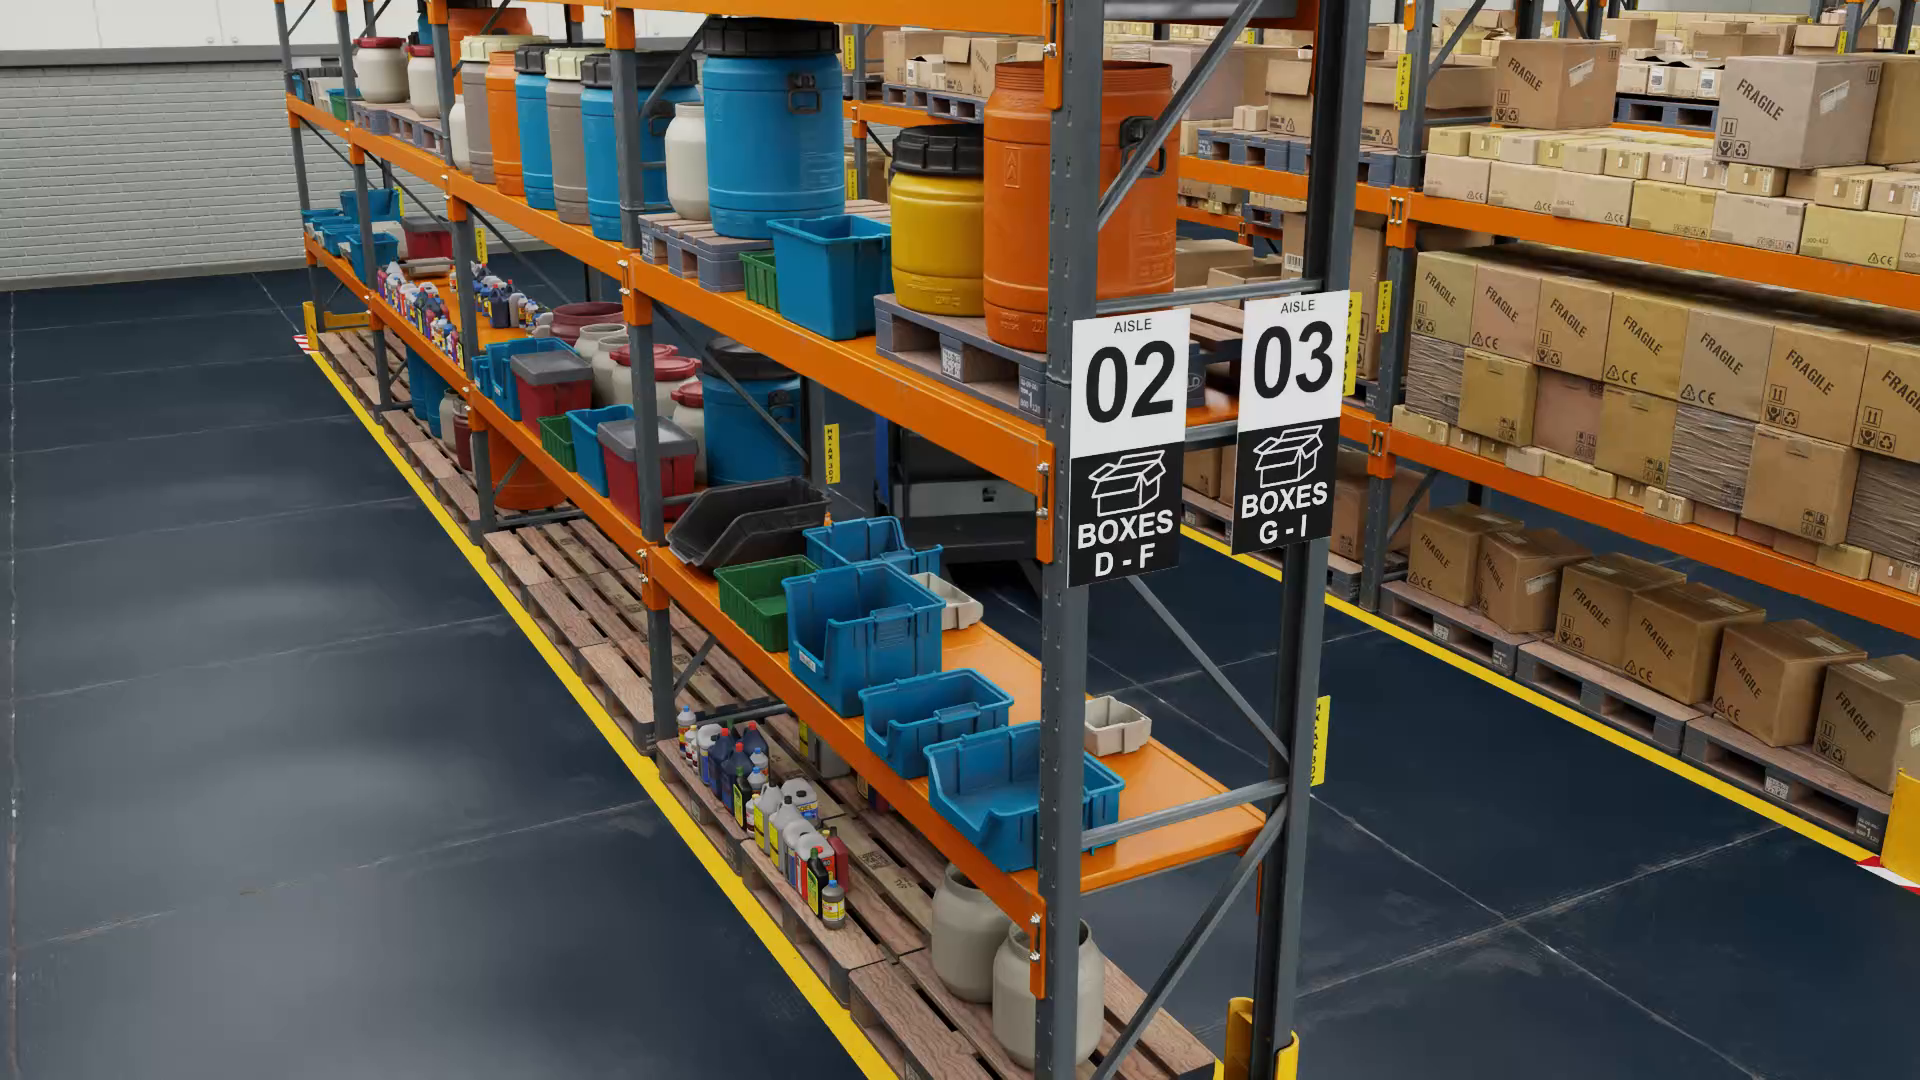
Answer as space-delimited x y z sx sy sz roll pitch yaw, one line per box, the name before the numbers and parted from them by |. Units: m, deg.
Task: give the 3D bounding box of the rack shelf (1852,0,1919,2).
rack shelf | 10.945 -5.432 16.293 1.077 0.370 4.000 -10 21 -27

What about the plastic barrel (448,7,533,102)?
plastic barrel | -3.352 -3.380 11.927 0.600 0.830 0.708 -10 21 -27

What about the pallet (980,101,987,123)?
pallet | 0.922 -3.669 14.358 1.213 0.211 1.003 -9 21 -24

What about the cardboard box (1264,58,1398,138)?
cardboard box | 2.589 -3.102 11.621 0.797 0.503 0.637 -9 21 -24

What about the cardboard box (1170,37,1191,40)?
cardboard box | 2.856 -6.028 20.368 0.500 0.250 0.500 -9 21 -24

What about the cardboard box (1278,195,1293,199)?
cardboard box | 3.818 -3.940 18.735 0.380 0.149 0.250 -9 21 -25

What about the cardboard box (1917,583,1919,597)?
cardboard box | 4.756 0.201 7.835 0.380 0.149 0.250 -10 21 -27

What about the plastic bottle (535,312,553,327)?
plastic bottle | -3.226 -1.645 12.992 0.152 0.276 0.135 -10 21 -27

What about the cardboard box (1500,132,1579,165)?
cardboard box | 3.354 -2.263 9.611 0.380 0.149 0.250 -10 21 -26

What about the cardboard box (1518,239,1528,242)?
cardboard box | 5.663 -2.780 15.936 0.500 0.500 0.500 -10 21 -26

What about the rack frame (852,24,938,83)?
rack frame | -0.625 -6.148 16.654 1.000 3.000 0.127 -10 21 -27

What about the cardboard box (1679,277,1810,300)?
cardboard box | 4.339 -1.159 9.249 0.500 0.500 0.500 -10 21 -27

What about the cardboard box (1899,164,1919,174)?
cardboard box | 4.813 -1.750 8.125 0.380 0.149 0.250 -9 21 -24

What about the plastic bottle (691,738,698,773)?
plastic bottle | -1.323 1.084 8.507 0.097 0.201 0.097 0 19 0

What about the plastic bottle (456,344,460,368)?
plastic bottle | -3.691 -1.389 12.363 0.097 0.201 0.097 0 19 0

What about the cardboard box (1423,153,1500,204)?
cardboard box | 3.162 -2.194 10.023 0.500 0.250 0.500 -11 22 -29

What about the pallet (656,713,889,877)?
pallet | -0.903 1.269 8.631 1.003 0.211 1.213 -10 21 -27

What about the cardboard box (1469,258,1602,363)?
cardboard box | 3.402 -1.365 9.845 0.500 0.500 0.500 -10 21 -27

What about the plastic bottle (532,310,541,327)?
plastic bottle | -3.310 -1.671 13.074 0.097 0.271 0.097 0 19 0

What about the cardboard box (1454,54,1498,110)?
cardboard box | 5.192 -4.493 16.303 0.500 0.500 0.500 -10 21 -27

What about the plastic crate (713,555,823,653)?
plastic crate | -0.789 0.285 7.532 0.450 0.188 0.662 -10 21 -27

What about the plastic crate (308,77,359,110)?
plastic crate | -6.103 -4.371 16.284 0.437 0.282 0.530 -10 21 -27

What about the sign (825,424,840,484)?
sign | -0.696 -0.462 8.946 0.100 0.325 0.005 -10 21 -27

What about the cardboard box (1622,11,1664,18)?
cardboard box | 10.778 -8.174 26.131 0.500 0.250 0.500 -10 21 -27

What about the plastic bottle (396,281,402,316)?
plastic bottle | -4.764 -2.064 14.193 0.061 0.283 0.133 -10 21 -27

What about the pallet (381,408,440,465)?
pallet | -4.655 -0.999 15.203 1.003 0.211 1.213 -10 21 -27

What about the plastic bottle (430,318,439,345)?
plastic bottle | -4.124 -1.651 13.122 0.097 0.201 0.097 0 19 0

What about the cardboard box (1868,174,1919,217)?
cardboard box | 4.420 -1.589 7.658 0.380 0.149 0.250 -11 22 -29

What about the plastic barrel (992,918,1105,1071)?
plastic barrel | 0.334 1.700 6.277 0.421 0.512 0.421 0 19 0

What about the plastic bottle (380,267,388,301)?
plastic bottle | -5.122 -2.280 14.821 0.061 0.283 0.133 -10 21 -27

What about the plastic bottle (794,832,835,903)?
plastic bottle | -0.639 1.443 7.352 0.152 0.276 0.135 -10 21 -26

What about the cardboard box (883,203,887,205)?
cardboard box | -0.627 -3.189 17.121 0.500 0.500 0.500 -10 21 -26

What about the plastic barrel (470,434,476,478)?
plastic barrel | -3.679 -0.706 13.248 0.421 0.512 0.421 0 19 0

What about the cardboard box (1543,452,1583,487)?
cardboard box | 3.626 -0.434 9.675 0.380 0.149 0.250 -10 21 -27

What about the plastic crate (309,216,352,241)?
plastic crate | -6.744 -3.332 17.853 0.416 0.233 0.300 -10 21 -27

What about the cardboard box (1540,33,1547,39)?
cardboard box | 7.511 -6.581 21.916 0.396 0.266 0.258 -9 21 -25

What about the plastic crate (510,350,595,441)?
plastic crate | -2.587 -0.916 10.589 0.402 0.464 0.583 -10 21 -27

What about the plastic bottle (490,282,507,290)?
plastic bottle | -3.926 -2.069 14.218 0.152 0.276 0.135 -10 21 -27

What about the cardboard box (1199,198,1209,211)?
cardboard box | 3.153 -4.122 20.363 0.380 0.149 0.250 -9 21 -25

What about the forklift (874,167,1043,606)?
forklift | 0.071 -1.166 11.518 1.130 2.935 3.031 -3 19 -9

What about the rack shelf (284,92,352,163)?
rack shelf | -5.934 -4.197 16.701 1.077 0.370 4.000 -10 21 -27

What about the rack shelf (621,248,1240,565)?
rack shelf | -0.236 -0.752 6.718 1.077 0.370 4.000 -10 21 -27

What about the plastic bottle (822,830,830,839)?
plastic bottle | -0.604 1.414 7.551 0.097 0.201 0.097 0 19 0

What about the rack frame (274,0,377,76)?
rack frame | -6.884 -6.529 17.758 1.000 3.000 0.127 -10 21 -27

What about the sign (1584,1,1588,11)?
sign | 10.086 -8.513 26.764 0.100 0.325 0.005 -10 21 -27

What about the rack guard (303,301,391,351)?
rack guard | -6.907 -2.517 19.159 1.175 0.500 0.348 -10 21 -27

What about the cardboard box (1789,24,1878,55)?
cardboard box | 9.684 -5.449 18.424 0.797 0.503 0.637 -11 22 -30

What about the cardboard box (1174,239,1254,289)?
cardboard box | 1.919 -2.116 13.369 0.700 0.500 0.500 -7 20 -19

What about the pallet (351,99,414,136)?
pallet | -4.526 -3.664 14.342 1.213 0.211 1.003 -10 21 -27

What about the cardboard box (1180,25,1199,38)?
cardboard box | 2.896 -6.169 20.165 0.380 0.149 0.250 -11 22 -29

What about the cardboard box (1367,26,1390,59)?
cardboard box | 4.406 -5.253 17.856 0.797 0.503 0.637 -10 22 -27

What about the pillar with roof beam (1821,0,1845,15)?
pillar with roof beam | 9.137 -8.126 22.385 9.100 9.000 0.400 -10 21 -27

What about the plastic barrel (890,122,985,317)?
plastic barrel | 0.061 -1.113 5.729 0.600 0.588 0.600 0 19 0
